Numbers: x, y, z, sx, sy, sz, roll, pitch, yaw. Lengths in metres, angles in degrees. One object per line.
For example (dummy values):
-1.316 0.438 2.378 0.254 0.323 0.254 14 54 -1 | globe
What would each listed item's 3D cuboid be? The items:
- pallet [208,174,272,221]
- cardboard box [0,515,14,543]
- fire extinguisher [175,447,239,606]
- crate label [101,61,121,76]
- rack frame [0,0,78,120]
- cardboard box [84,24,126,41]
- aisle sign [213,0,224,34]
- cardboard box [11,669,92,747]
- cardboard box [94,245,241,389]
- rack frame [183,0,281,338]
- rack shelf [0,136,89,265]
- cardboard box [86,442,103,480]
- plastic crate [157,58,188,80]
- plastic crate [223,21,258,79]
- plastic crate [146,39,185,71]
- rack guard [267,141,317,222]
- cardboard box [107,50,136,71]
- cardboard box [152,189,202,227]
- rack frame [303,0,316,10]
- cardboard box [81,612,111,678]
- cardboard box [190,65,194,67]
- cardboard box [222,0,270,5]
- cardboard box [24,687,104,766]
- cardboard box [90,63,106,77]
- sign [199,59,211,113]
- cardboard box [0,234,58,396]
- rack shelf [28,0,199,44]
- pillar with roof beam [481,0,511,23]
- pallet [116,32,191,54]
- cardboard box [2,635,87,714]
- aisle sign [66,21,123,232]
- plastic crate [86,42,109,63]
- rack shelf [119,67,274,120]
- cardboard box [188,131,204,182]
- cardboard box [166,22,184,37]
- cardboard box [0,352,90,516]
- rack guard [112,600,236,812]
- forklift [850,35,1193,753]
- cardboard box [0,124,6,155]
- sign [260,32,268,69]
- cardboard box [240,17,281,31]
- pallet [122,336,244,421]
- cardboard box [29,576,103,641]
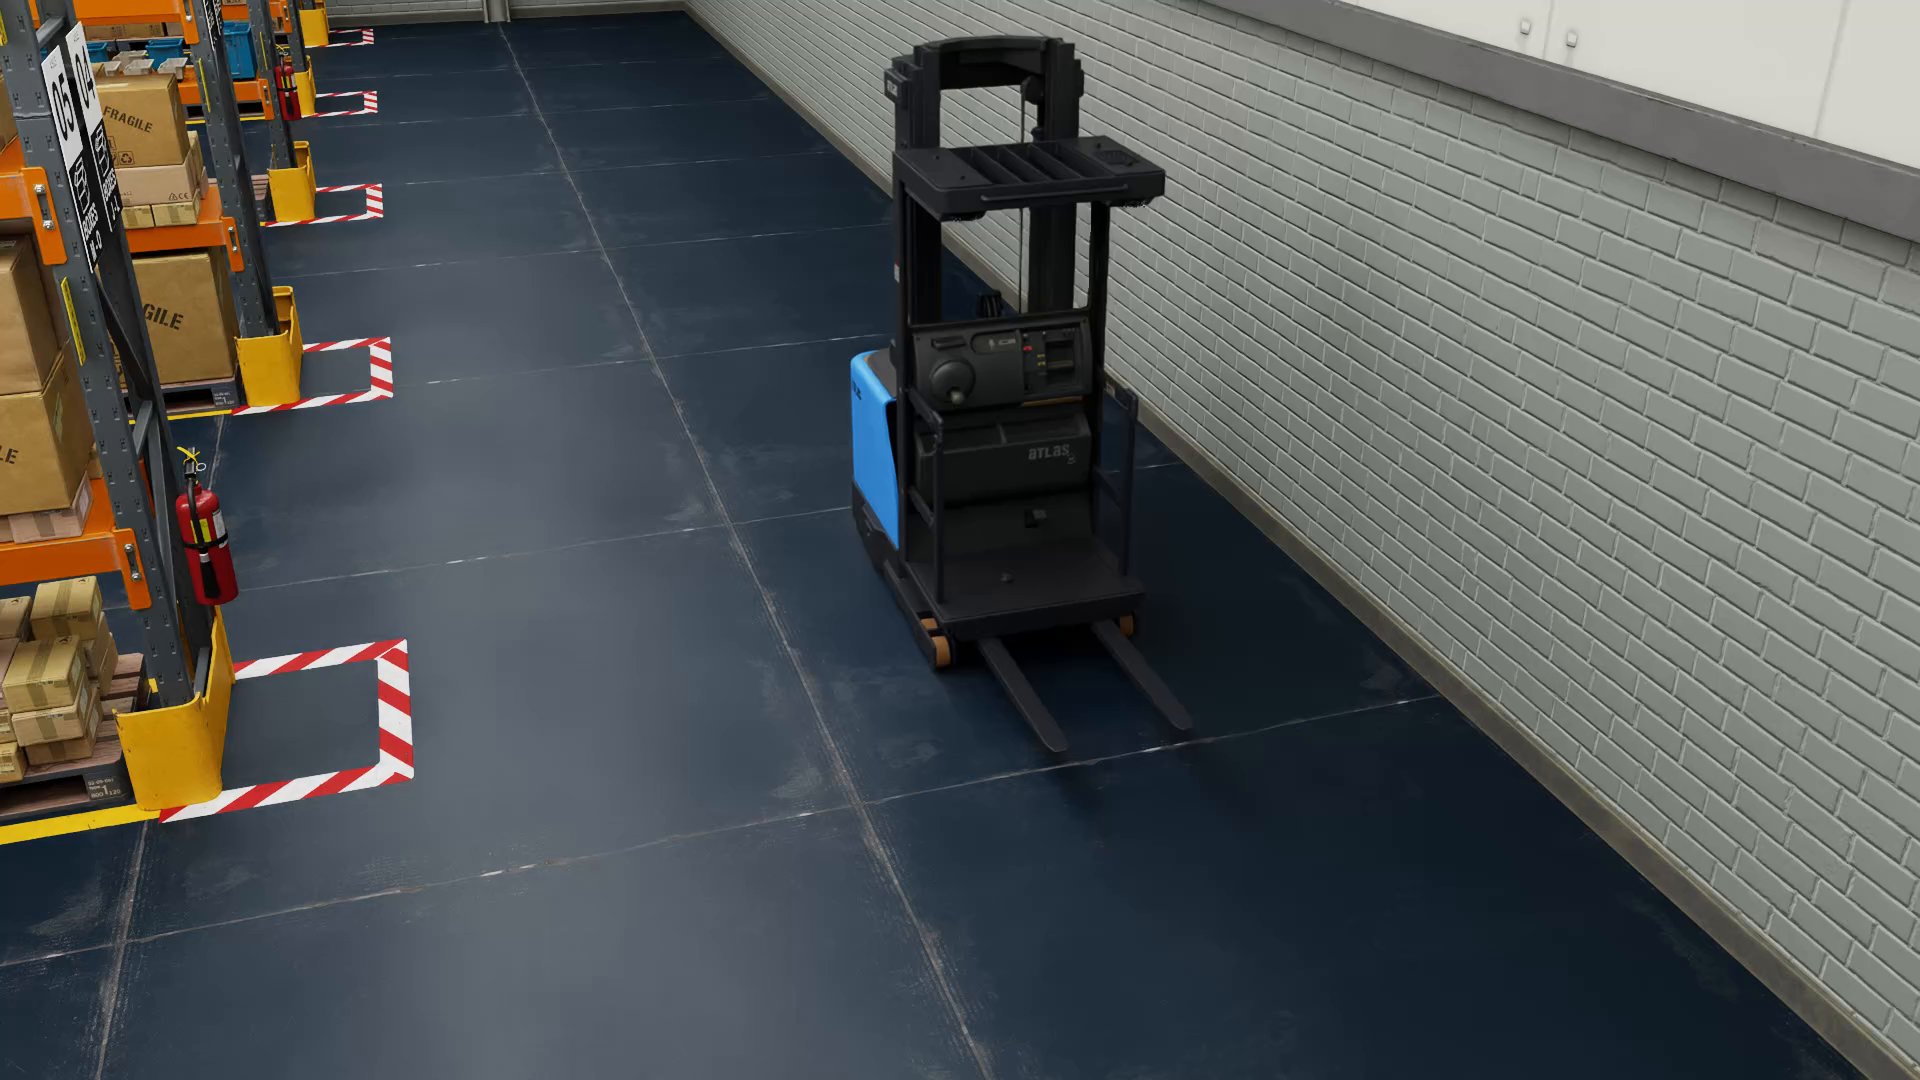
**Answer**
-7.341 -3.278 16.115 1.213 0.211 1.003 -8 28 -16 | pallet
-4.042 -0.123 6.908 0.250 0.149 0.380 -8 28 -16 | cardboard box
-3.189 -0.057 6.997 0.183 0.674 0.296 -8 28 -16 | fire extinguisher
-7.802 -4.261 15.190 0.243 0.136 0.396 -8 28 -16 | crate label
-3.571 -3.106 5.886 0.127 3.000 1.000 -8 28 -16 | rack frame
-12.195 -7.458 23.738 0.500 0.500 0.700 -9 28 -17 | cardboard box
-5.036 -3.831 11.170 0.004 0.787 0.394 -8 28 -16 | aisle sign
-3.985 0.730 7.305 0.250 0.149 0.380 -9 28 -17 | cardboard box
-5.595 -1.644 11.606 0.875 0.875 0.875 -8 28 -16 | cardboard box
-5.011 -2.530 11.473 0.127 3.000 1.000 -8 28 -16 | rack frame
-5.473 -1.165 6.159 4.000 0.370 1.077 -8 28 -16 | rack shelf
-3.981 -0.400 7.465 0.250 0.149 0.380 -8 28 -17 | cardboard box
-7.264 -4.344 15.356 0.243 0.136 0.396 -8 28 -16 | plastic crate
-6.806 -4.542 15.418 0.499 0.435 0.616 -8 28 -16 | plastic crate
-7.508 -4.590 15.744 0.300 0.233 0.416 -8 28 -16 | plastic crate
-6.526 -3.513 16.264 0.348 0.500 1.175 -8 28 -16 | rack guard
-10.094 -5.508 19.784 0.637 0.503 0.797 -8 28 -16 | cardboard box
-5.248 -2.229 11.149 0.250 0.149 0.380 -8 27 -15 | cardboard box
-9.613 -8.813 24.128 0.127 3.000 1.000 -8 28 -16 | rack frame
-4.149 0.500 7.768 0.250 0.149 0.380 -7 27 -14 | cardboard box
-9.156 -5.661 20.376 0.500 0.250 0.500 -8 28 -16 | cardboard box
-8.417 -6.587 19.532 0.500 0.500 0.500 -7 27 -15 | cardboard box
-4.007 0.831 7.437 0.250 0.149 0.380 -8 27 -15 | cardboard box
-6.027 -2.911 11.231 0.500 0.500 0.500 -9 28 -17 | cardboard box
-4.856 -2.923 10.696 0.005 0.325 0.100 -8 28 -16 | sign
-3.930 -0.876 6.571 0.500 0.500 0.500 -9 28 -17 | cardboard box
-6.913 -3.276 10.411 4.000 0.370 1.077 -8 28 -16 | rack shelf
-5.981 -10.417 20.613 0.400 9.000 9.100 -8 28 -16 | pillar with roof beam
-11.507 -7.254 24.125 1.213 0.211 1.003 -8 28 -16 | pallet
-3.996 0.584 7.266 0.250 0.149 0.380 -8 27 -16 | cardboard box
-3.595 -1.720 6.918 0.004 0.787 0.394 -8 28 -16 | aisle sign
-8.134 -4.500 15.561 0.300 0.233 0.416 -8 28 -16 | plastic crate
-8.447 -4.026 15.296 4.000 0.370 1.077 -8 28 -16 | rack shelf
-5.551 -2.644 11.537 0.500 0.250 0.500 -9 28 -17 | cardboard box
-11.201 -7.604 24.032 0.500 0.500 0.700 -9 28 -18 | cardboard box
-3.919 -0.426 6.788 0.500 0.500 0.500 -8 27 -15 | cardboard box
-3.644 0.711 7.755 0.348 0.500 1.175 -8 28 -16 | rack guard
0.287 -0.861 8.187 1.130 2.935 3.031 -8 27 -16 | forklift
-3.922 -1.521 6.235 0.500 0.250 0.500 -9 28 -17 | cardboard box
-6.359 -4.467 15.191 0.005 0.325 0.100 -8 28 -16 | sign
-10.248 -7.743 24.311 0.500 0.500 0.700 -8 28 -16 | cardboard box
-5.747 -1.138 11.804 1.213 0.211 1.003 -8 28 -16 | pallet
-4.175 0.332 7.773 0.250 0.149 0.380 -10 28 -18 | cardboard box
